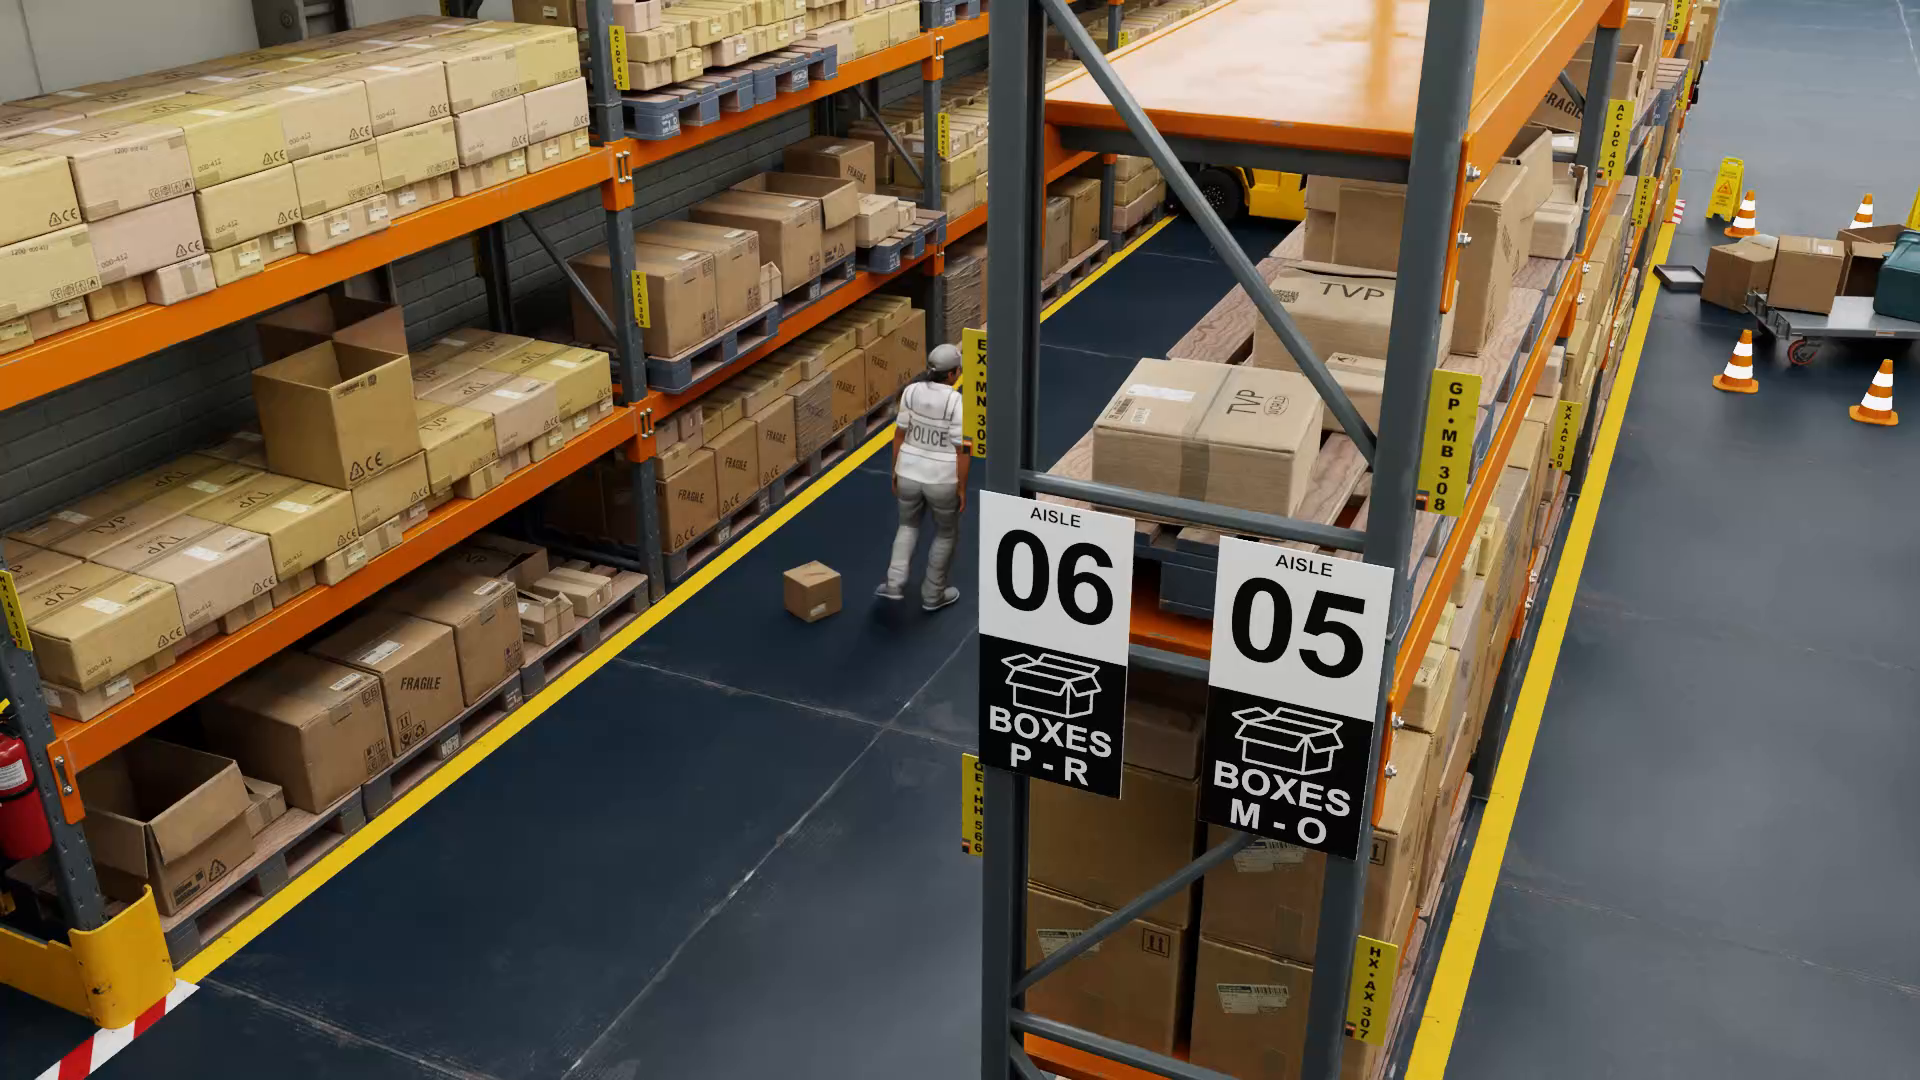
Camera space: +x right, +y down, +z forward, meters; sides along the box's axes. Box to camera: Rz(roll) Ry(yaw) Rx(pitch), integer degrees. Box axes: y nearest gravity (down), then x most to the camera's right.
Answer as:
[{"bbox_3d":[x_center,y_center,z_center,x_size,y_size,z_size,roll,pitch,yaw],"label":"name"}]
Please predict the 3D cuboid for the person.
[{"bbox_3d":[-0.200,-0.340,9.801,0.559,1.653,0.581,12,29,23],"label":"person"}]
